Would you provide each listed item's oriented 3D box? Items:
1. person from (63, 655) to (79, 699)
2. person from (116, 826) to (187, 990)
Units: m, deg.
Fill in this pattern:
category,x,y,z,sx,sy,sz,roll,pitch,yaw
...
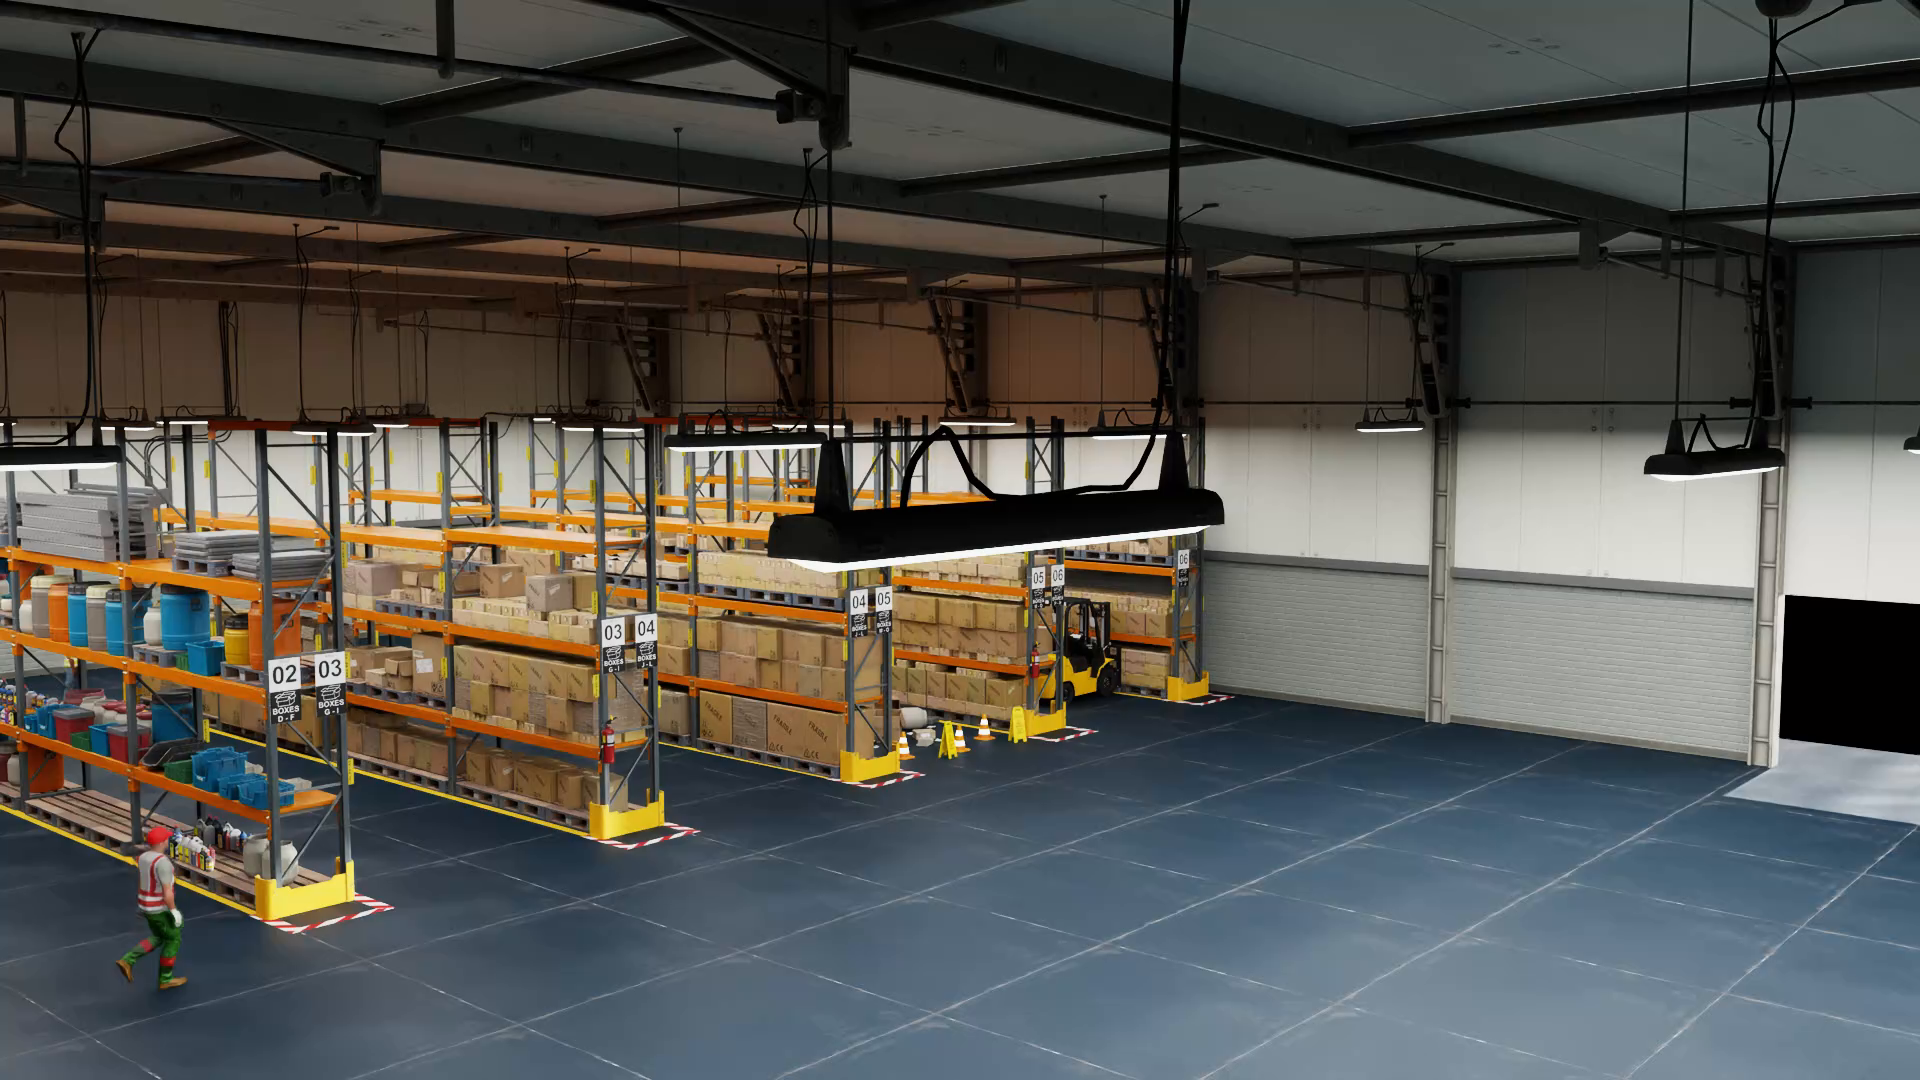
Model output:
category,x,y,z,sx,sy,sz,roll,pitch,yaw
person,-18.159,2.606,34.062,0.378,1.775,0.605,-1,5,-10
person,-8.672,3.955,17.813,0.661,1.762,0.633,-5,7,-44
